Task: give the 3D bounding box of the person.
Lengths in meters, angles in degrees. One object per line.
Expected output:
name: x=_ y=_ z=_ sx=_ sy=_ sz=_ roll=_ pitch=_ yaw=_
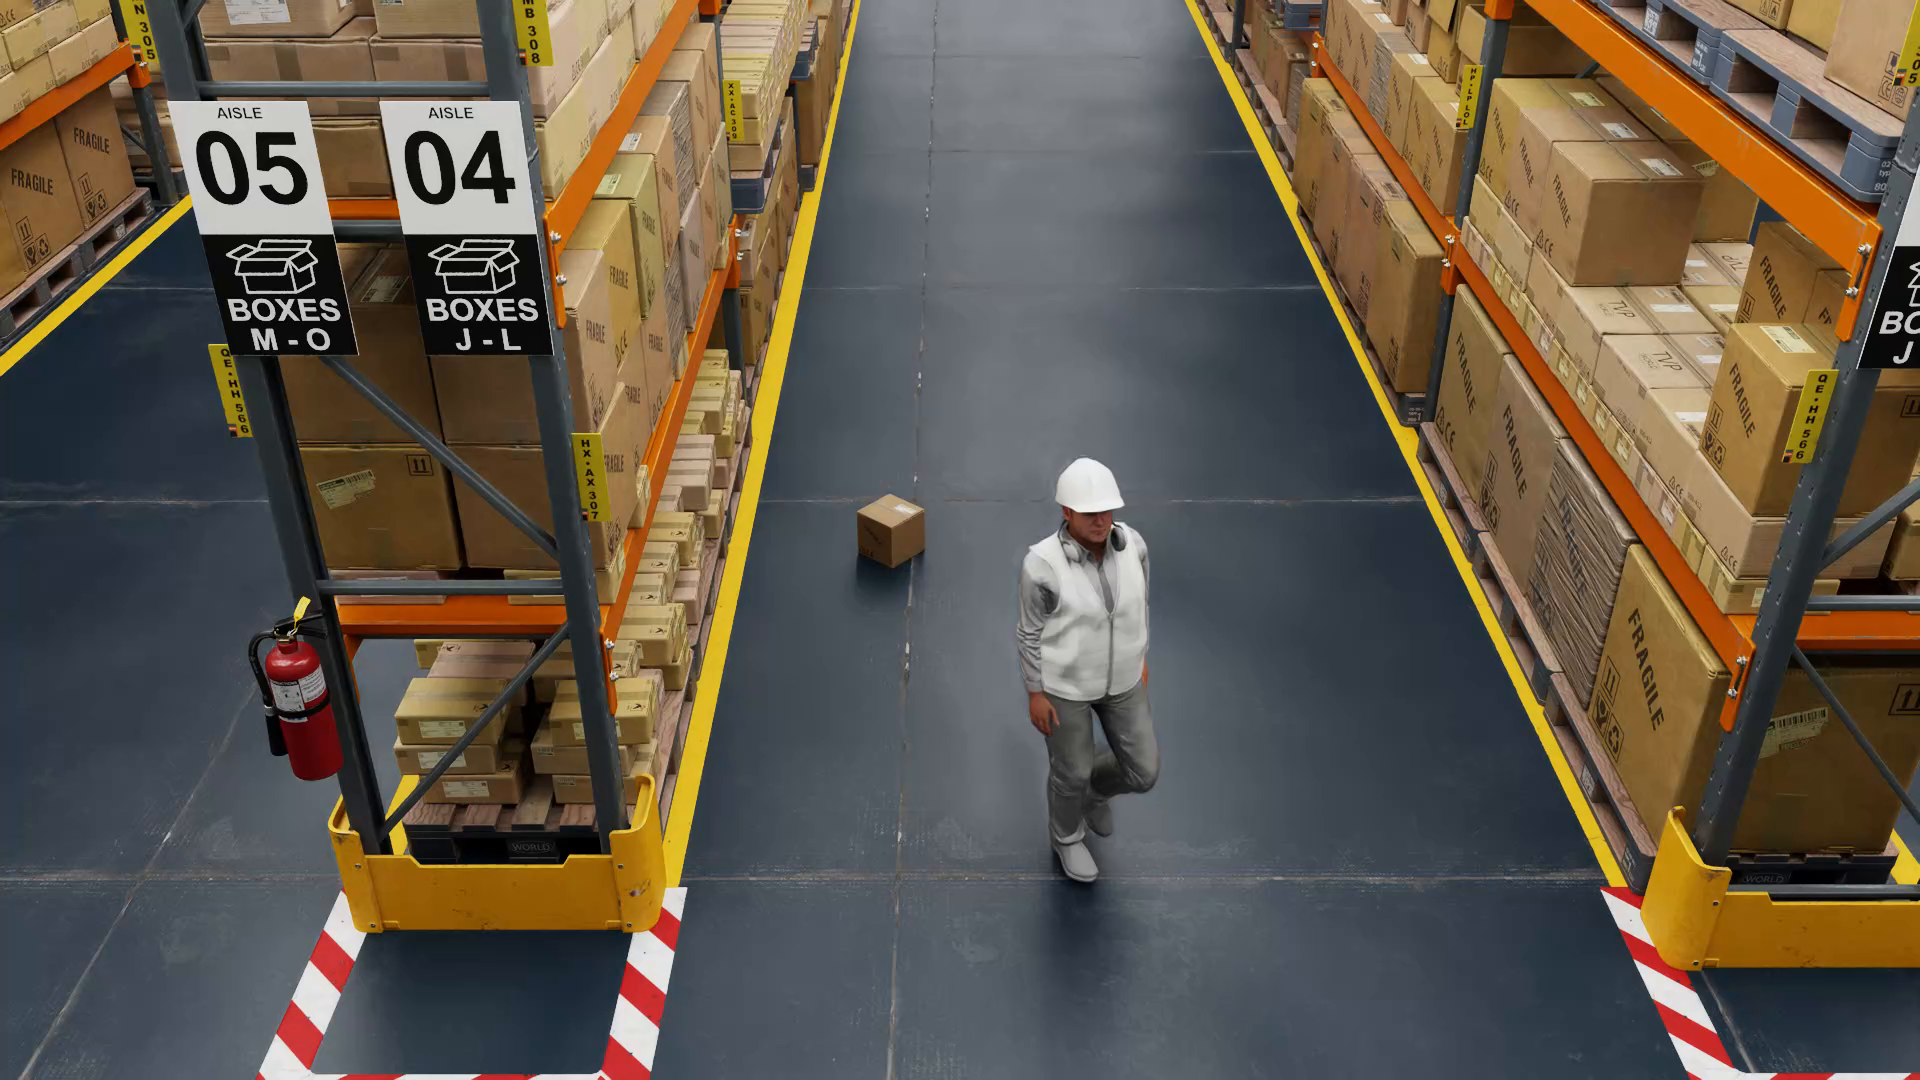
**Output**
person: x=0.483 y=0.514 z=6.208 sx=0.556 sy=1.765 sz=0.467 roll=-13 pitch=34 yaw=-20
